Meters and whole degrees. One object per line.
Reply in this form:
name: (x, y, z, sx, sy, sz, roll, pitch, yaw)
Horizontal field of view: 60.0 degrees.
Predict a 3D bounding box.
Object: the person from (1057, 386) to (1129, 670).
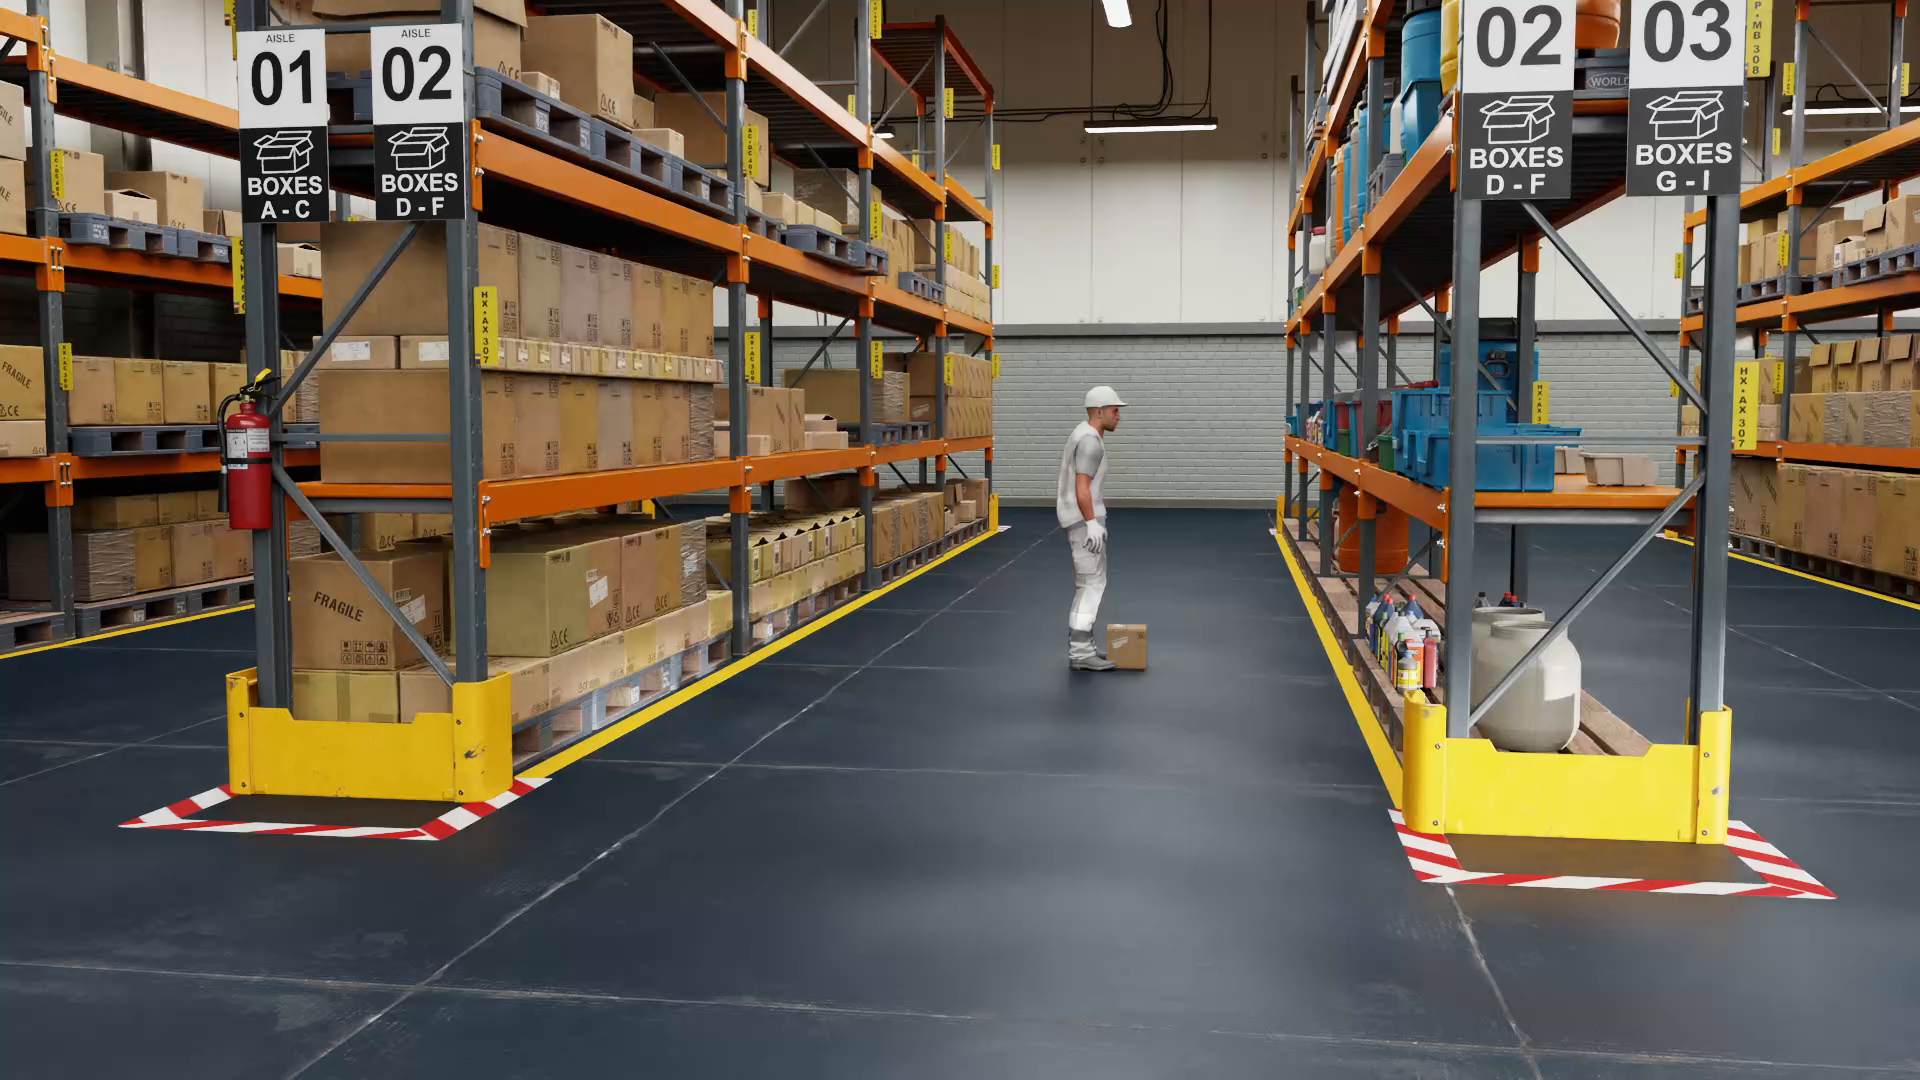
person: (0.842, -0.085, 10.584, 0.453, 1.779, 0.590, 1, 4, 7)
